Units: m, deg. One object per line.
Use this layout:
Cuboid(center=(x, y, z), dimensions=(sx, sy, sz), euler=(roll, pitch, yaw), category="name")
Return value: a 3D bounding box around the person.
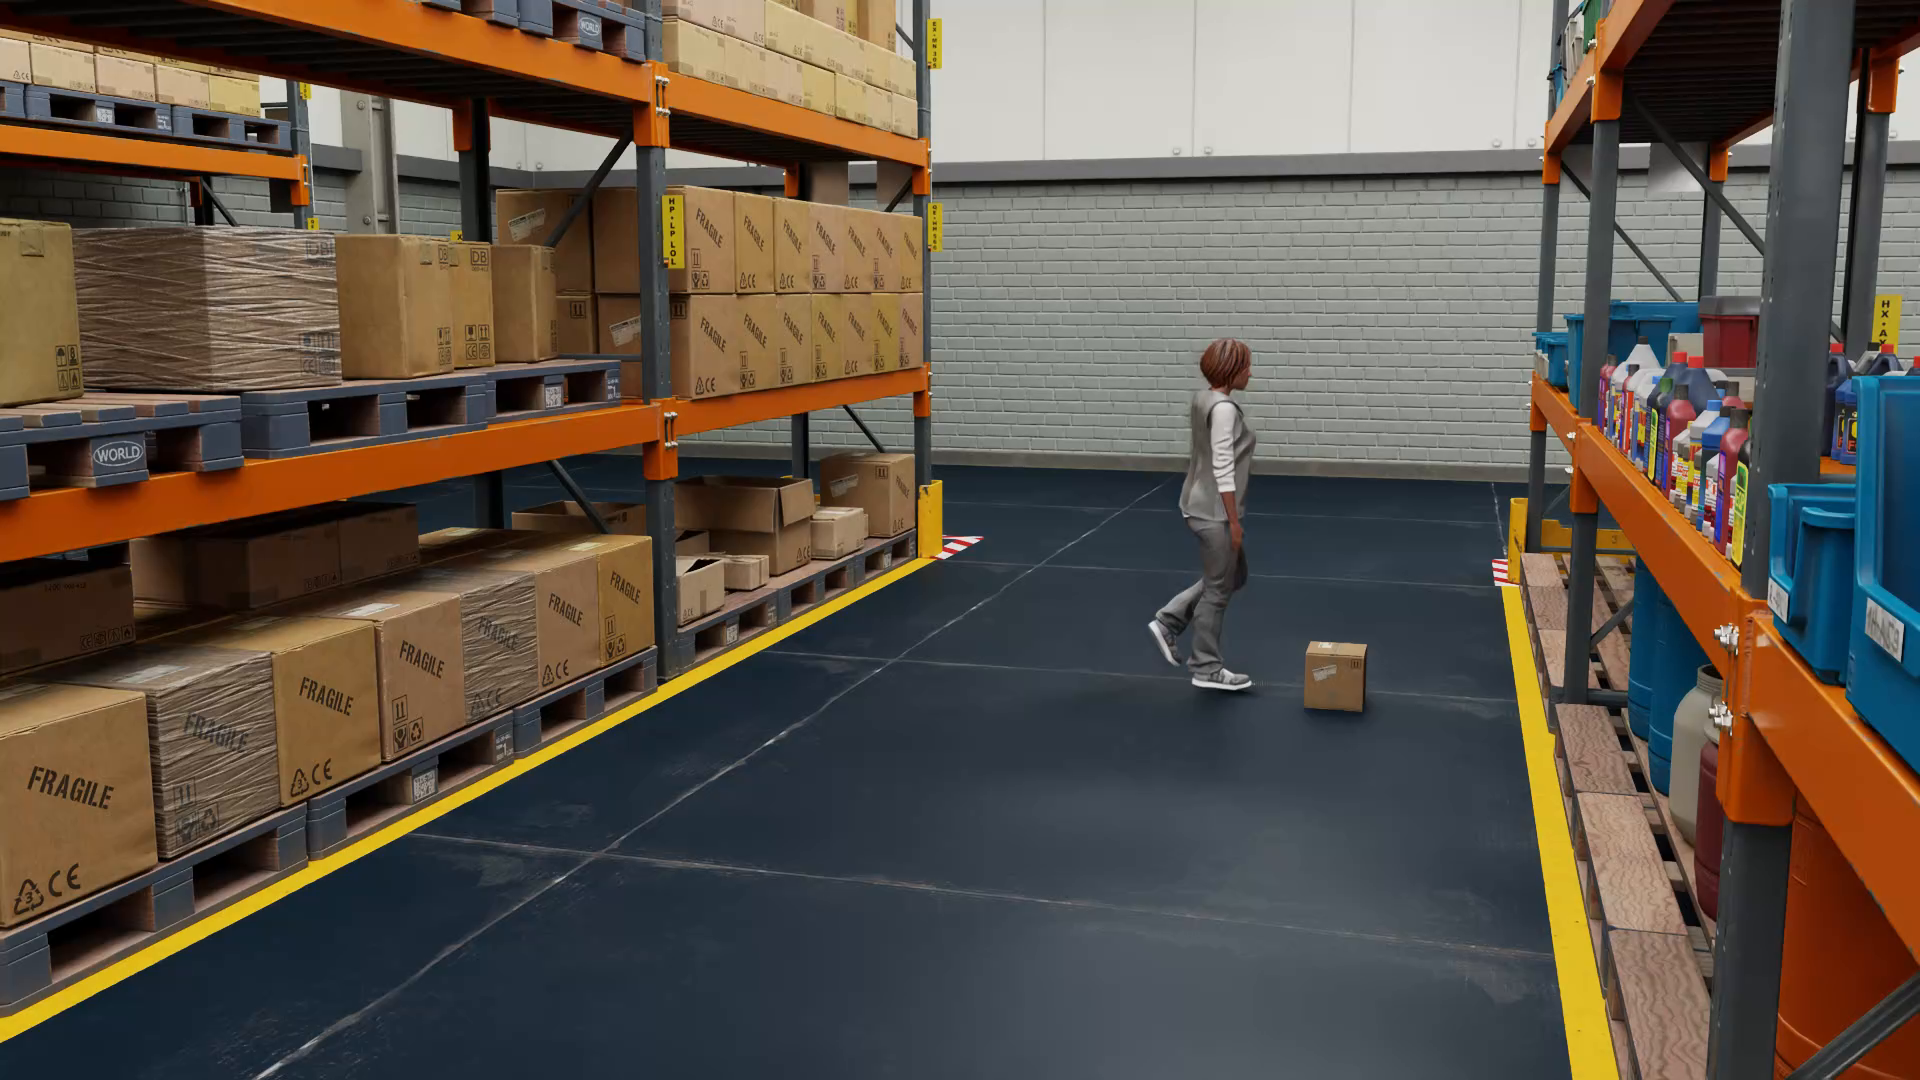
Cuboid(center=(1.104, -0.104, 7.456), dimensions=(0.464, 1.596, 0.464), euler=(0, 9, -2), category="person")
